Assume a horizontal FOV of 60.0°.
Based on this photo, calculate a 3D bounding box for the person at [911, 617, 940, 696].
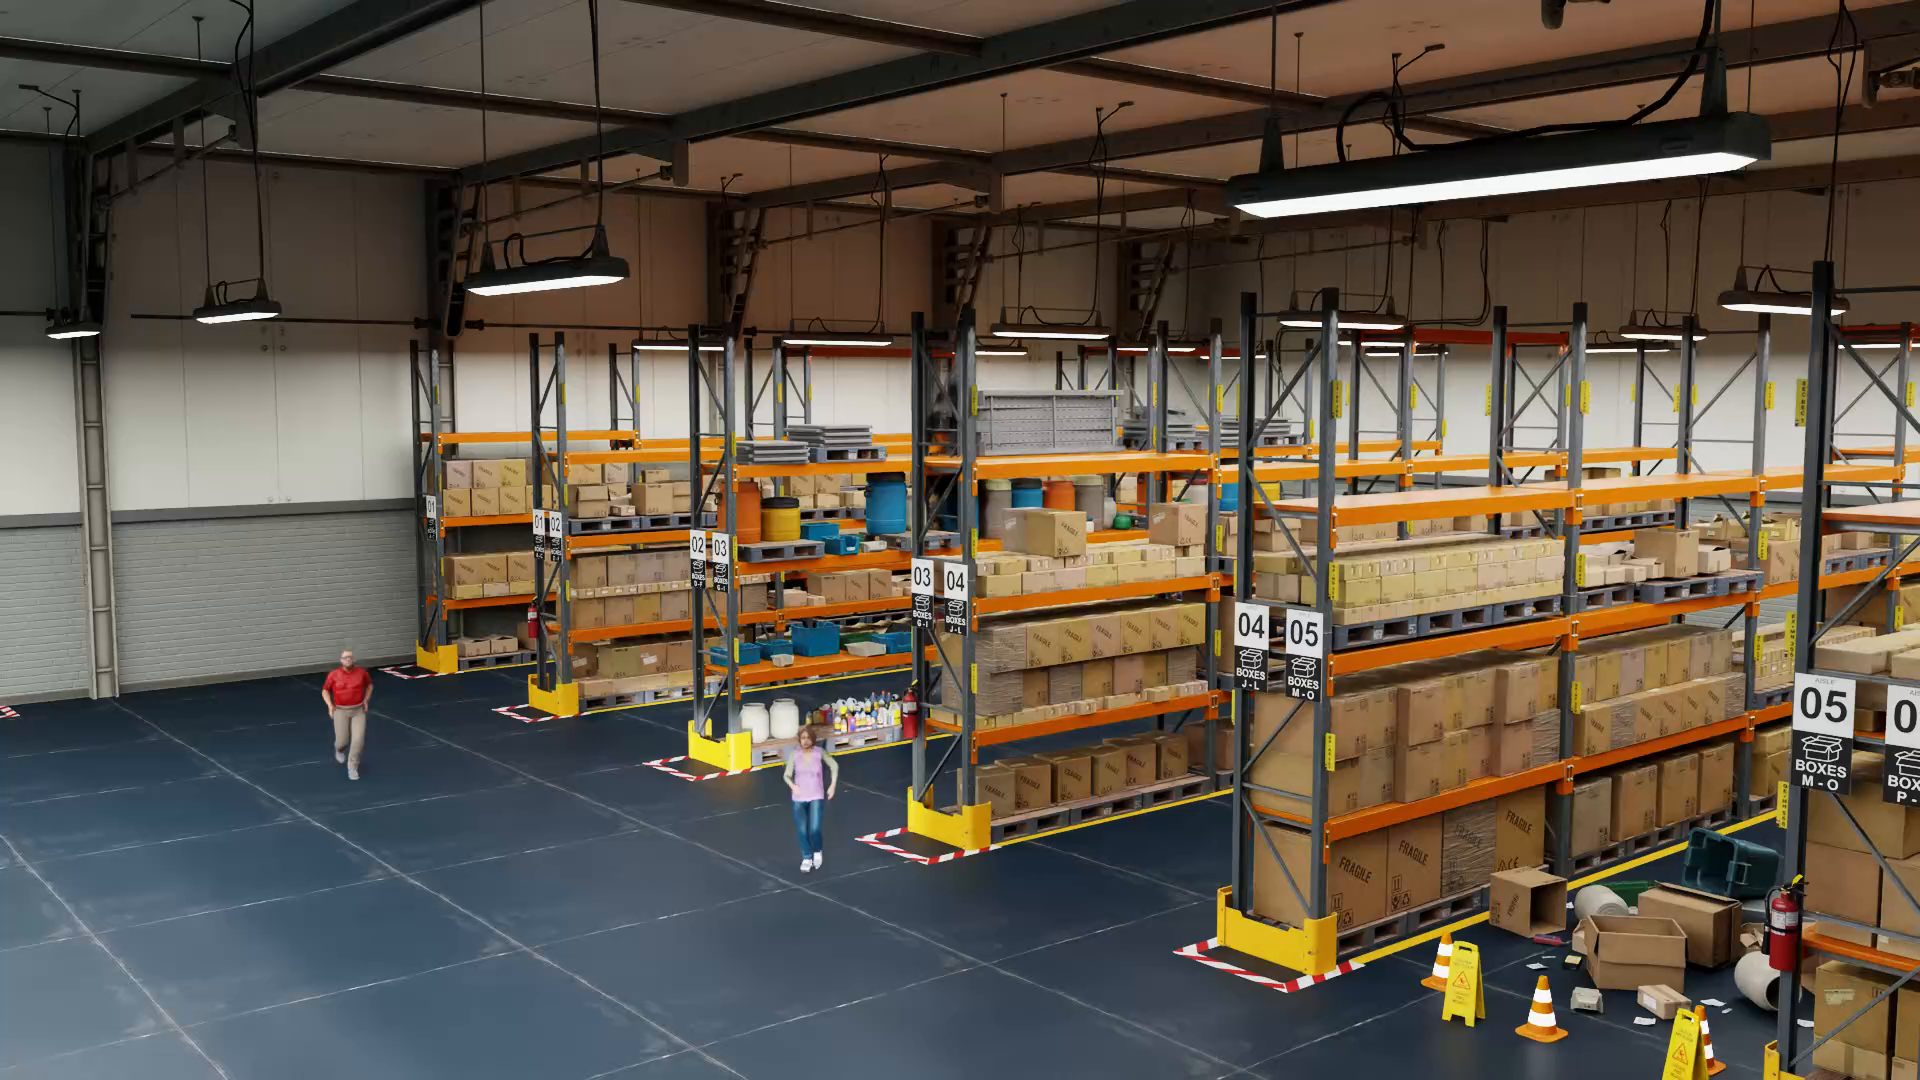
[{"bbox_3d":[-0.524,1.856,26.988,0.563,1.628,0.639,5,7,43],"label":"person"}]

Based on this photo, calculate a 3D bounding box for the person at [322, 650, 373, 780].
[{"bbox_3d":[-8.089,2.301,22.051,0.648,1.697,0.544,-3,6,-27],"label":"person"}]

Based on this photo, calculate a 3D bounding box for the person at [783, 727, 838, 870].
[{"bbox_3d":[-1.584,2.753,17.583,0.570,1.565,0.585,0,5,1],"label":"person"}]
